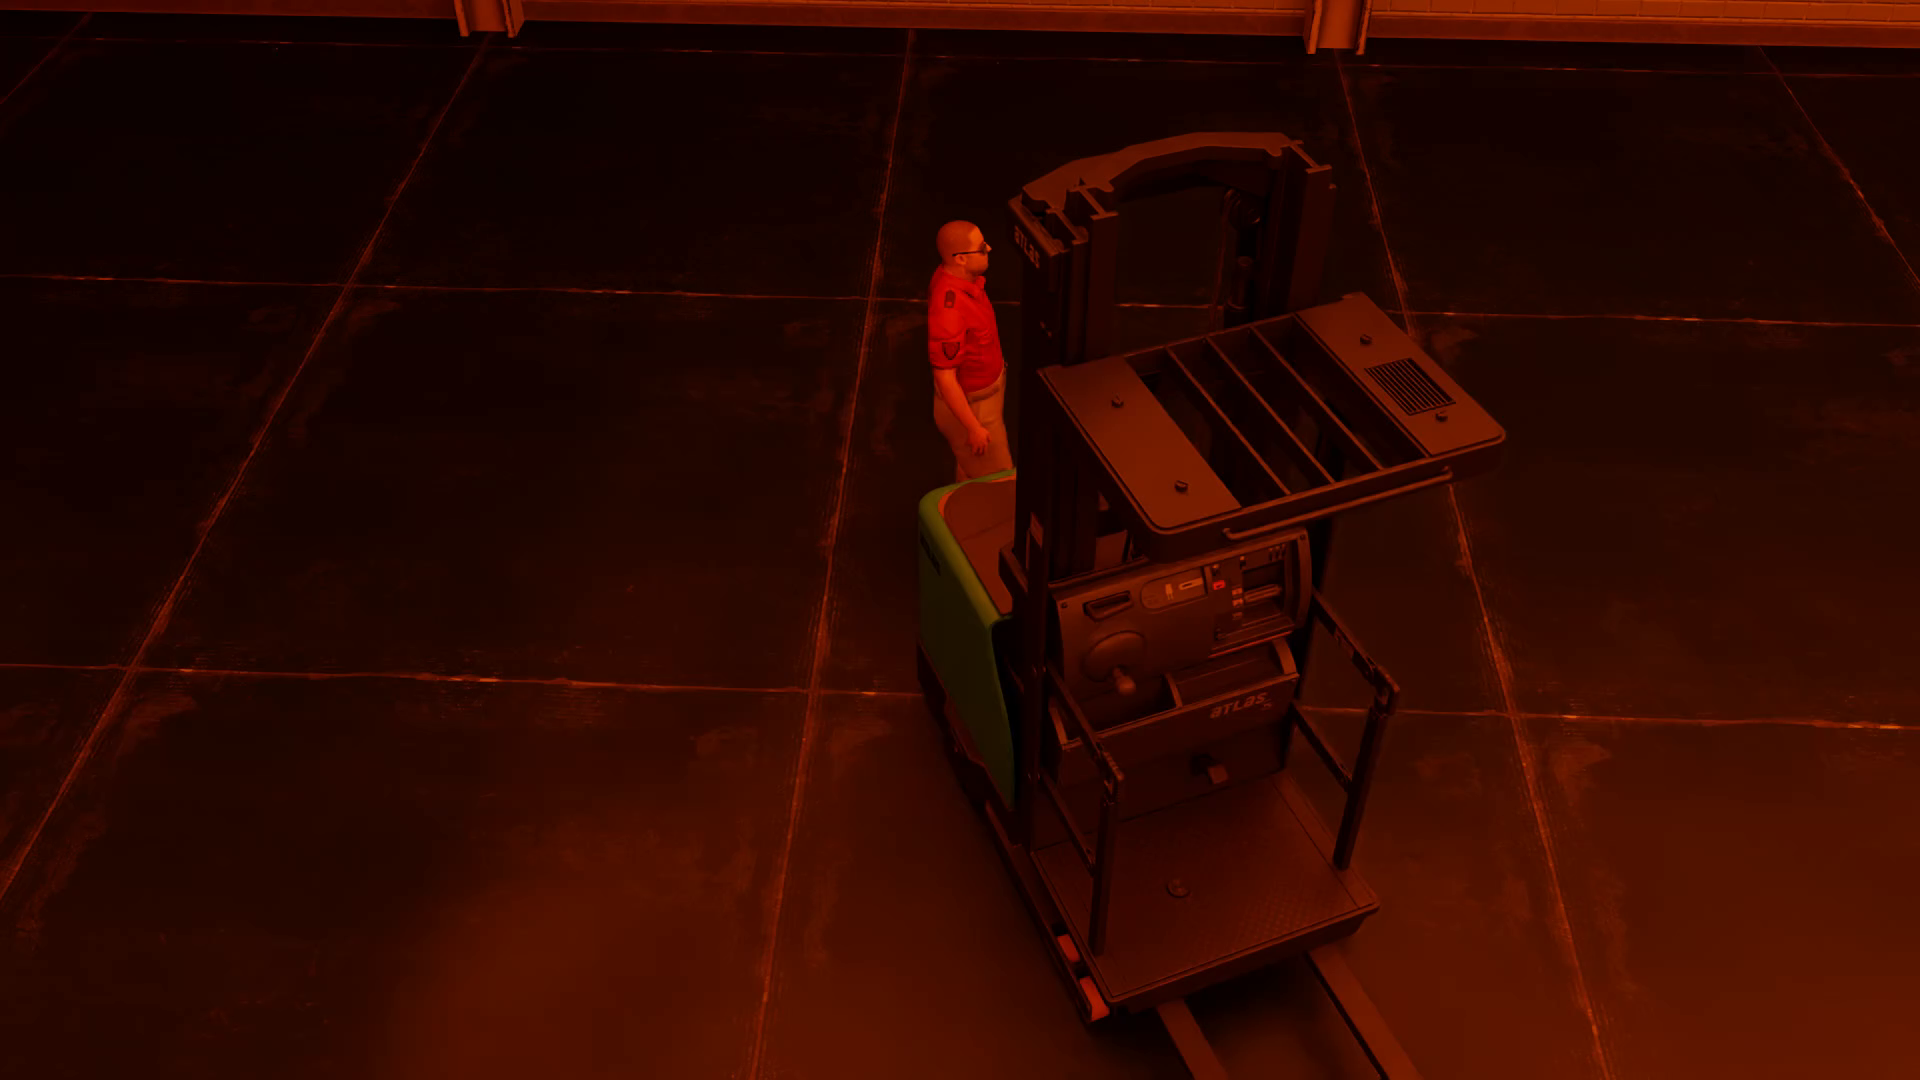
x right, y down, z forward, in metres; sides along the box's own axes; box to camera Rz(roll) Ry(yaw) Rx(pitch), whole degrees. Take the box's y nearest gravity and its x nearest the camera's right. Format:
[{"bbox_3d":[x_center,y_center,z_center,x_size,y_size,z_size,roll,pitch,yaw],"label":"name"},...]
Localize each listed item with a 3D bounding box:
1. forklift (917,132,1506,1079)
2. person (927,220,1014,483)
[{"bbox_3d":[0.834,0.326,5.385,1.130,2.935,3.031,-15,45,-16],"label":"forklift"},{"bbox_3d":[0.104,-0.622,7.326,0.494,1.717,0.659,0,42,0],"label":"person"}]
